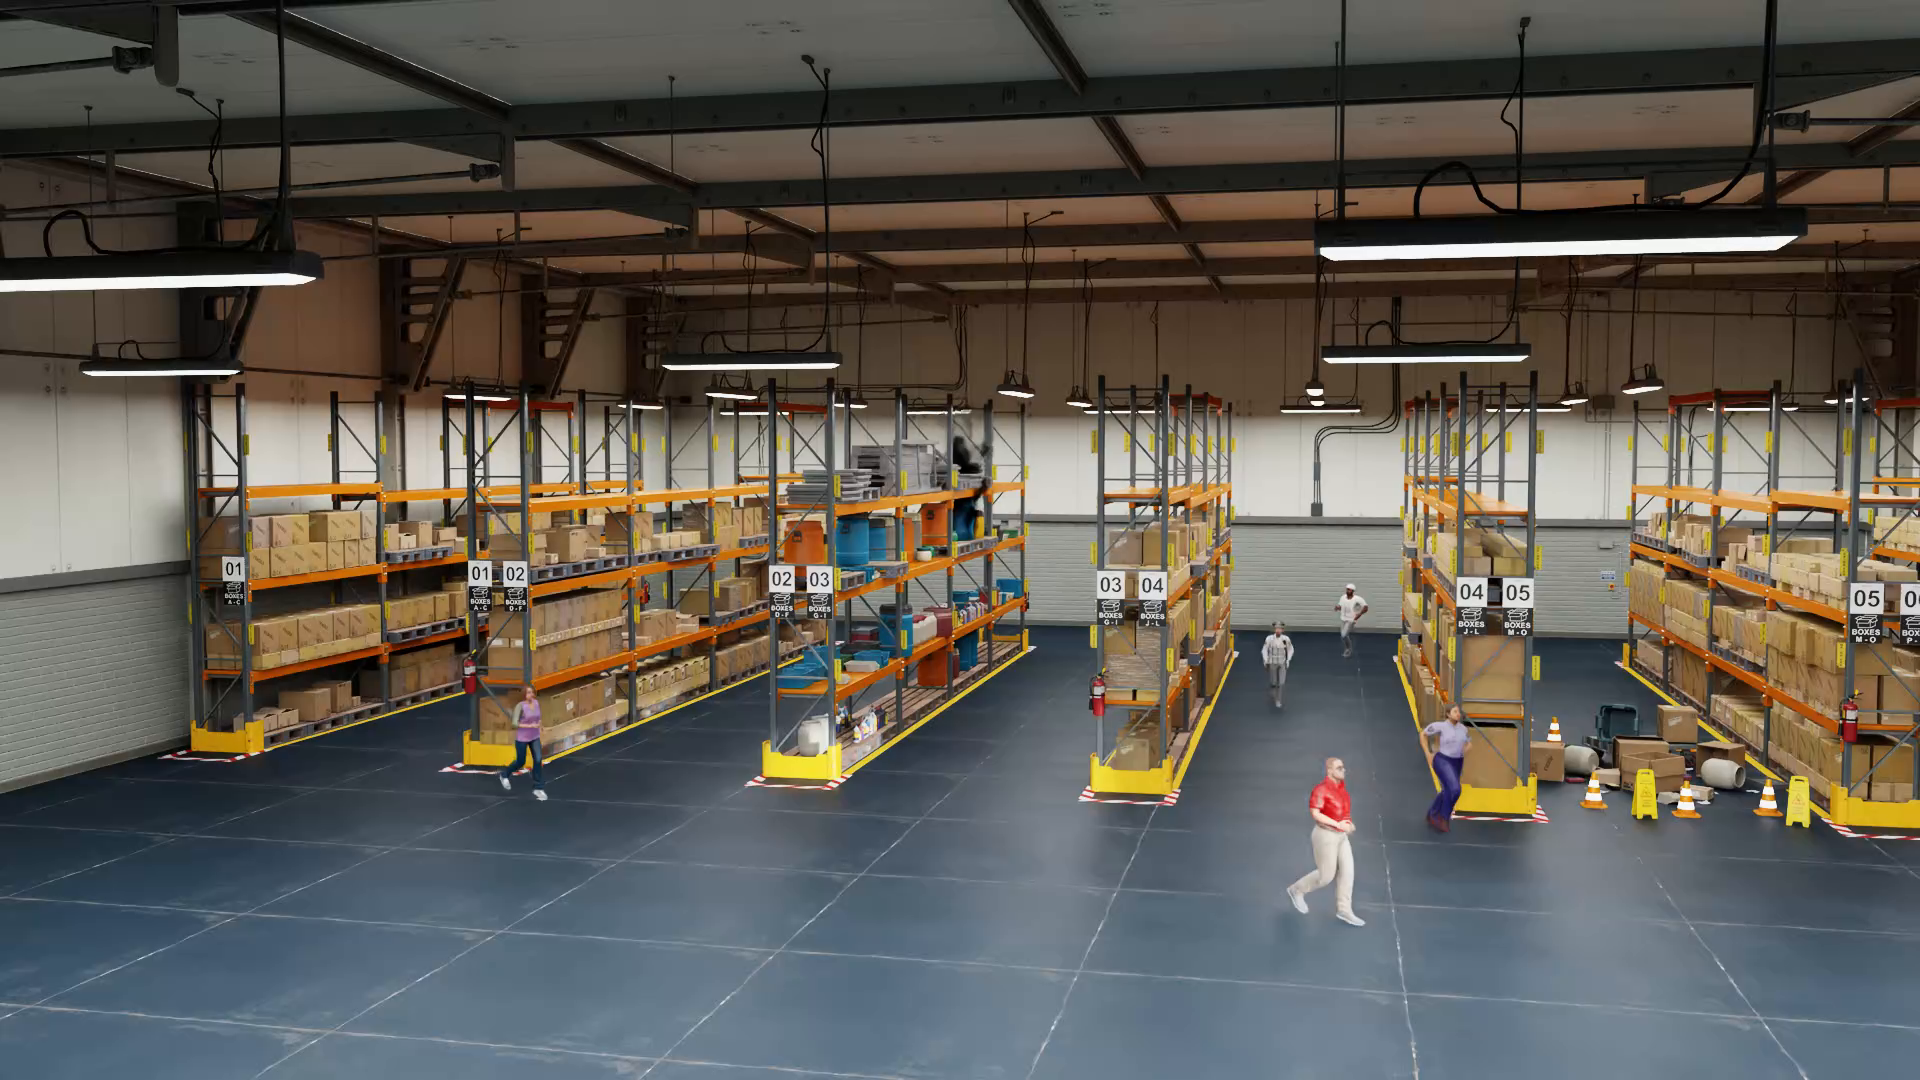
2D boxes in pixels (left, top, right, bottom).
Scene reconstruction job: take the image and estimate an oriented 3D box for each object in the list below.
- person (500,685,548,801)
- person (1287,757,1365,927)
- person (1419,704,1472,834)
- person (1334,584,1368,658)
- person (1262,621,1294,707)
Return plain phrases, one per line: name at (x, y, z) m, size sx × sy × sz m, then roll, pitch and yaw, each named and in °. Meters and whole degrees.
person at (-6.174, 2.854, 23.637) m, size 0.882 × 1.615 × 0.551 m, roll 3°, pitch 4°, yaw 41°
person at (3.882, 3.146, 17.520) m, size 0.839 × 1.741 × 0.687 m, roll 3°, pitch 4°, yaw 41°
person at (6.369, 2.957, 21.637) m, size 0.594 × 1.649 × 0.670 m, roll -2°, pitch 4°, yaw -31°
person at (9.125, 1.897, 39.010) m, size 0.685 × 1.749 × 0.710 m, roll -2°, pitch 4°, yaw -35°
person at (6.084, 2.367, 31.968) m, size 0.550 × 1.636 × 0.591 m, roll 1°, pitch 3°, yaw 9°
